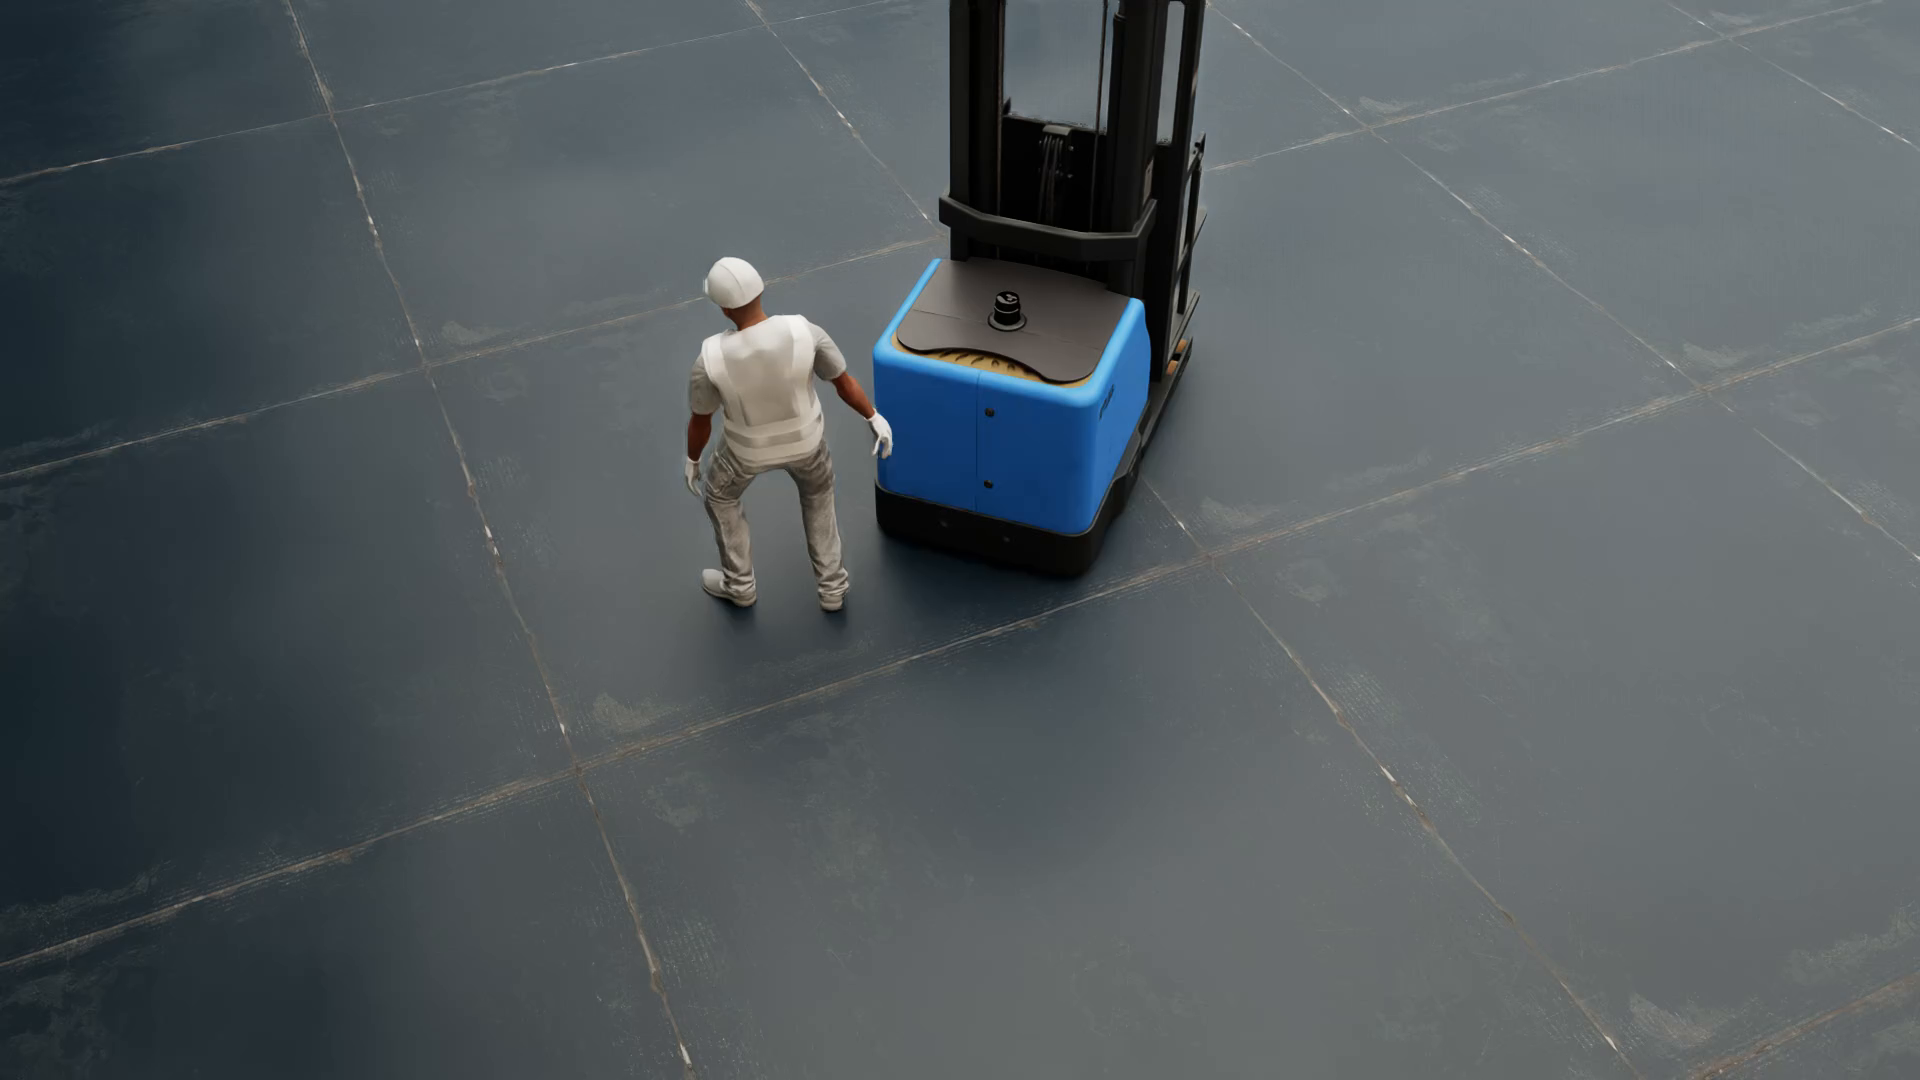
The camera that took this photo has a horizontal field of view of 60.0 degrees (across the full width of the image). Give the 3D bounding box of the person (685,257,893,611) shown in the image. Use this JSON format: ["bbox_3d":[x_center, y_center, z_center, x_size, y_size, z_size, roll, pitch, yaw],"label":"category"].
[{"bbox_3d":[-0.733,-0.413,7.045,0.891,1.730,0.499,-8,44,-9],"label":"person"}]

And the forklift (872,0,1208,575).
[{"bbox_3d":[0.586,-1.933,7.751,1.130,2.935,3.031,14,45,14],"label":"forklift"}]
